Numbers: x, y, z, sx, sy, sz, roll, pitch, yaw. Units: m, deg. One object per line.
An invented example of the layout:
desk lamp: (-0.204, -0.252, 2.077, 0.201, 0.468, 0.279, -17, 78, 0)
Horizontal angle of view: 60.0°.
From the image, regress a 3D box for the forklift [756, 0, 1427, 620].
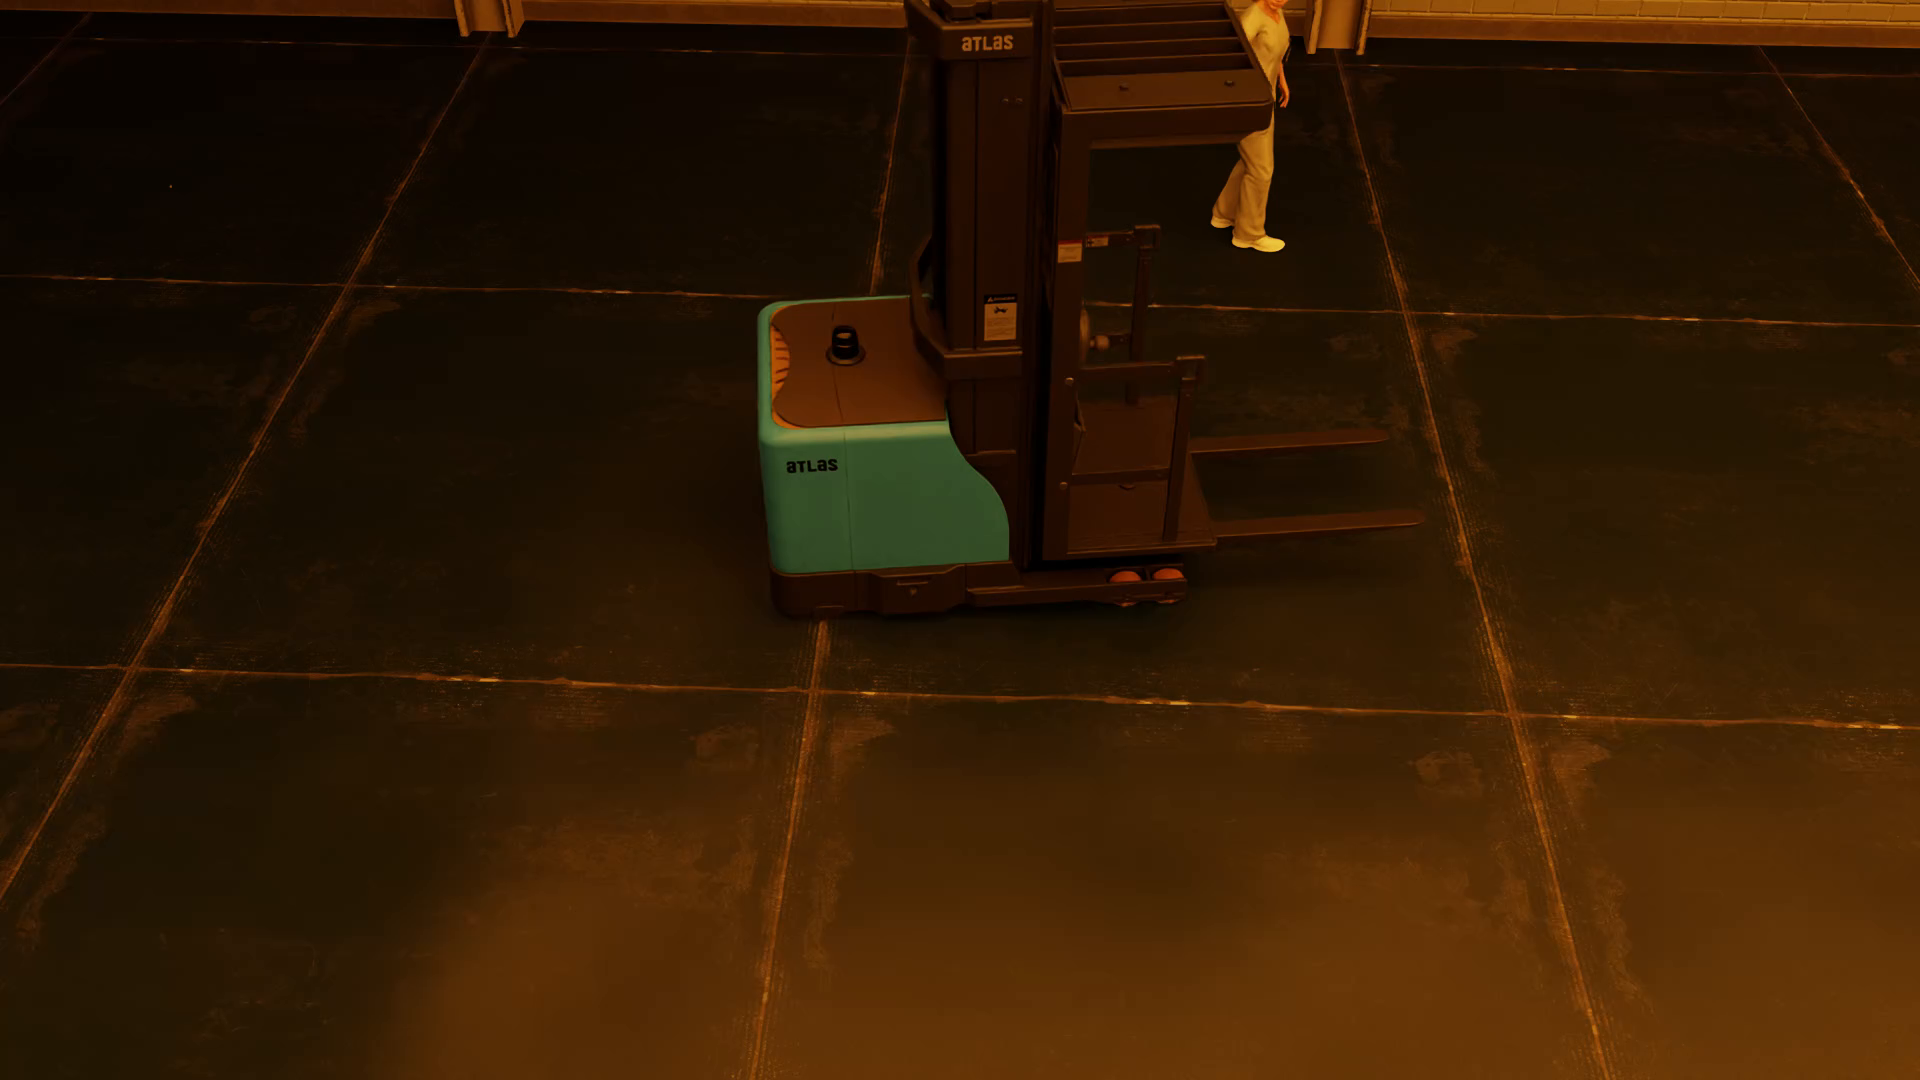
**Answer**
forklift: (0.619, -1.134, 6.985, 3.031, 2.935, 1.130, -4, 43, -4)

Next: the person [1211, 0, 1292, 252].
person: (1.727, -2.447, 9.376, 0.483, 1.650, 0.644, 15, 44, 16)
